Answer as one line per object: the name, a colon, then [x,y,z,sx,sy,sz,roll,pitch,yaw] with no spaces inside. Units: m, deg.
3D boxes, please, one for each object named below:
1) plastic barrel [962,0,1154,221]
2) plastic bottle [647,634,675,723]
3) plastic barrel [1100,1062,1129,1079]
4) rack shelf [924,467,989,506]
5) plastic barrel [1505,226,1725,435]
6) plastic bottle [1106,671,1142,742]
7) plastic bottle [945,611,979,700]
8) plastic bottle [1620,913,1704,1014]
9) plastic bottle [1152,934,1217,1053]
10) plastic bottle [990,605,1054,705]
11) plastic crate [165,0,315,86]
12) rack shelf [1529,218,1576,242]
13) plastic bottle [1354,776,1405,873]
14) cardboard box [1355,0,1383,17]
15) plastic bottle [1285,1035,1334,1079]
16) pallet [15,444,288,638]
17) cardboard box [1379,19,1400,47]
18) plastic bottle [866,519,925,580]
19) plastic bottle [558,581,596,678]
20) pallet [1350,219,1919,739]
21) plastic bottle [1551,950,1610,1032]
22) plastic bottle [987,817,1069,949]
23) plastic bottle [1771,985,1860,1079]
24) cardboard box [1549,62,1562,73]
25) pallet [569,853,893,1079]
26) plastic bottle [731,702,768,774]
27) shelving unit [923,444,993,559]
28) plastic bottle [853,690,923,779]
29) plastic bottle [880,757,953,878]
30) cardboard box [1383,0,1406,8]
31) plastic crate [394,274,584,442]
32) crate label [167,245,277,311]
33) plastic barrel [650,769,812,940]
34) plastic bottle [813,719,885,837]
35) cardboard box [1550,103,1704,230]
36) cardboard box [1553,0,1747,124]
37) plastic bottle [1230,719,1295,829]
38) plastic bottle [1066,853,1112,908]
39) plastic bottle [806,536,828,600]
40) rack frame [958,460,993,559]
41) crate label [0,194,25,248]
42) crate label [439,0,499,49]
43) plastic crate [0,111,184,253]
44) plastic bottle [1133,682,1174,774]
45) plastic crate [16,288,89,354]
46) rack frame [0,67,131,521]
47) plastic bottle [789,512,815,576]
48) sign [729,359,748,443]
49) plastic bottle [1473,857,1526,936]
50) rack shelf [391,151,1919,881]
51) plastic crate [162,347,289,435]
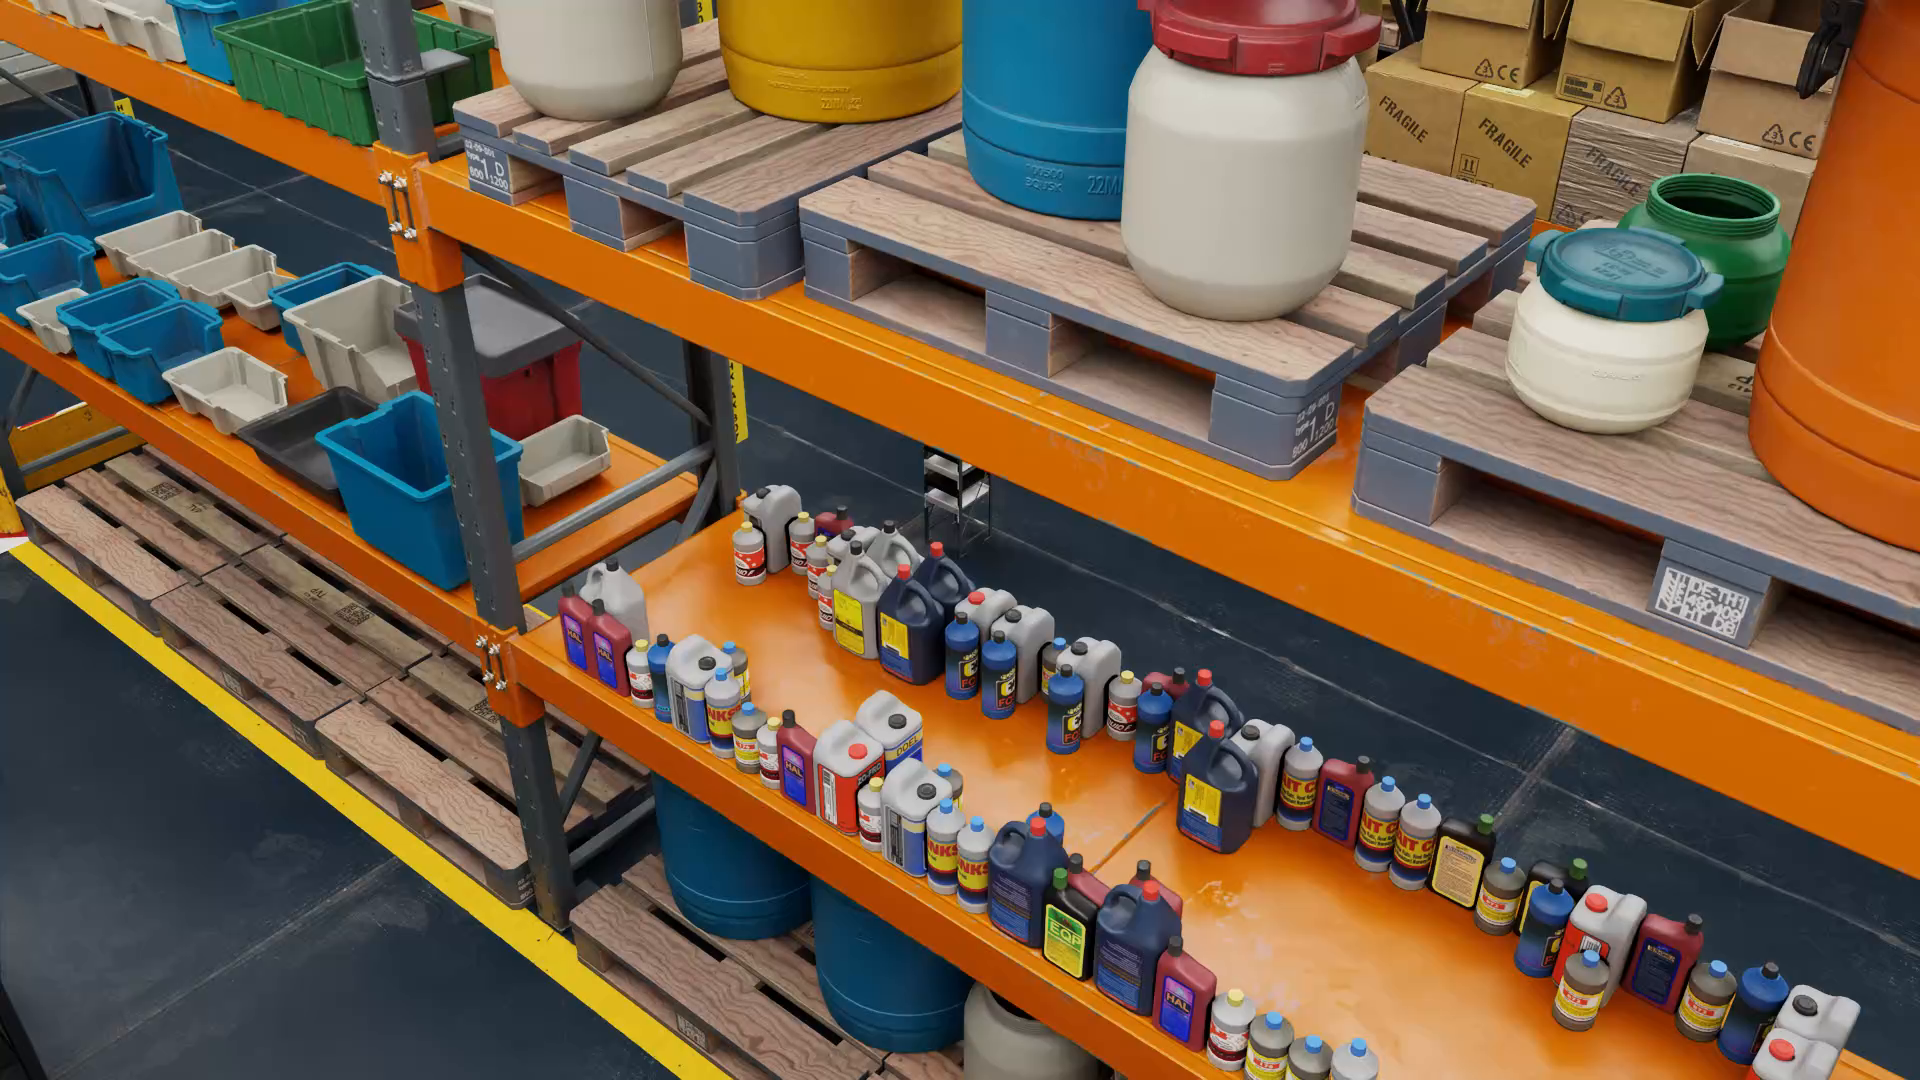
plastic barrel: [0.302,-1.174,3.347,0.708,0.901,0.600,25,42,32]
plastic bottle: [-0.821,0.379,4.662,0.097,0.271,0.097,0,34,0]
plastic barrel: [0.712,1.581,4.557,0.708,0.588,0.600,25,42,32]
rack shelf: [-0.006,-0.272,7.569,0.200,0.077,0.258,25,42,32]
plastic barrel: [1.049,-0.338,2.694,0.301,0.262,0.301,0,34,0]
plastic bottle: [0.459,0.452,4.617,0.097,0.201,0.097,0,34,0]
plastic bottle: [0.005,0.322,4.746,0.097,0.271,0.097,0,34,0]
plastic bottle: [1.618,0.951,3.818,0.133,0.283,0.061,25,42,32]
plastic bottle: [0.505,1.012,3.729,0.133,0.283,0.061,25,42,32]
plastic bottle: [0.174,0.307,4.762,0.135,0.276,0.152,25,42,32]
plastic crate: [-2.011,-1.468,4.736,0.300,0.233,0.416,25,42,32]
rack shelf: [3.599,-1.243,7.546,4.000,0.370,1.077,25,42,32]
plastic bottle: [1.059,0.706,4.186,0.097,0.271,0.097,0,34,0]
cardboard box: [1.857,-2.919,8.558,0.500,0.500,0.500,25,42,32]
plastic bottle: [0.755,1.151,3.600,0.097,0.201,0.097,0,34,0]
pallet: [-3.572,-0.093,7.699,1.213,0.211,1.003,25,42,32]
cardboard box: [3.405,-4.038,13.128,0.250,0.149,0.380,23,41,30]
plastic bottle: [-0.191,0.101,4.996,0.185,0.351,0.144,25,42,32]
plastic bottle: [-1.098,0.257,4.829,0.133,0.283,0.061,25,42,32]
pallet: [1.442,-0.139,2.820,1.213,0.211,1.003,25,42,32]
plastic bottle: [1.420,1.017,3.795,0.097,0.201,0.097,0,34,0]
plastic bottle: [0.164,0.794,3.988,0.185,0.351,0.144,25,42,32]
plastic bottle: [1.841,1.093,3.618,0.135,0.276,0.152,25,42,32]
cardboard box: [2.972,-2.073,8.030,0.500,0.500,0.500,27,43,33]
pallet: [-0.541,1.338,5.616,1.213,0.211,1.003,25,42,32]
plastic bottle: [-0.568,0.527,4.508,0.097,0.201,0.097,0,34,0]
shelving unit: [-0.006,-0.374,7.500,0.210,0.900,0.258,25,42,32]
plastic bottle: [-0.186,0.544,4.418,0.135,0.276,0.152,25,42,32]
plastic bottle: [-0.105,0.694,4.199,0.135,0.276,0.152,25,42,32]
cardboard box: [3.448,-4.272,12.943,0.250,0.149,0.380,26,42,32]
plastic crate: [-1.633,-0.593,5.855,0.583,0.464,0.402,25,42,32]
crate label: [-2.996,-1.056,6.818,0.243,0.136,0.396,25,42,32]
plastic barrel: [-0.700,0.787,5.437,0.708,0.901,0.600,25,42,32]
plastic bottle: [-0.284,0.610,4.321,0.135,0.276,0.152,25,42,32]
cardboard box: [3.027,-1.667,7.440,0.500,0.500,0.500,24,41,31]
cardboard box: [3.078,-2.238,7.384,0.637,0.503,0.797,26,42,32]
plastic bottle: [0.775,0.591,4.350,0.135,0.276,0.152,25,42,32]
plastic bottle: [0.299,0.871,3.936,0.133,0.283,0.061,25,42,32]
plastic bottle: [-0.427,0.079,5.160,0.097,0.201,0.097,0,34,0]
rack frame: [0.072,-0.337,7.446,0.006,0.900,0.240,25,42,32]
crate label: [-4.202,-1.281,7.061,0.303,0.233,0.416,25,42,32]
crate label: [-1.298,-1.540,4.926,0.466,0.136,0.293,25,42,32]
plastic crate: [-3.804,-1.558,7.284,0.499,0.435,0.616,25,42,32]
plastic bottle: [0.523,0.498,4.489,0.097,0.271,0.097,0,34,0]
plastic crate: [-3.487,-0.844,6.509,0.298,0.136,0.250,25,42,32]
rack frame: [-4.181,-1.558,7.370,0.127,3.000,1.000,25,42,32]
plastic bottle: [-0.491,0.005,5.269,0.097,0.201,0.097,0,34,0]
sign: [-0.754,-0.462,5.529,0.005,0.325,0.100,25,42,32]
plastic bottle: [1.311,0.854,4.032,0.097,0.201,0.097,0,34,0]
rack shelf: [0.430,-0.325,3.560,4.000,0.370,1.077,25,42,32]
plastic crate: [-2.638,-0.526,6.046,0.466,0.136,0.293,25,42,32]
